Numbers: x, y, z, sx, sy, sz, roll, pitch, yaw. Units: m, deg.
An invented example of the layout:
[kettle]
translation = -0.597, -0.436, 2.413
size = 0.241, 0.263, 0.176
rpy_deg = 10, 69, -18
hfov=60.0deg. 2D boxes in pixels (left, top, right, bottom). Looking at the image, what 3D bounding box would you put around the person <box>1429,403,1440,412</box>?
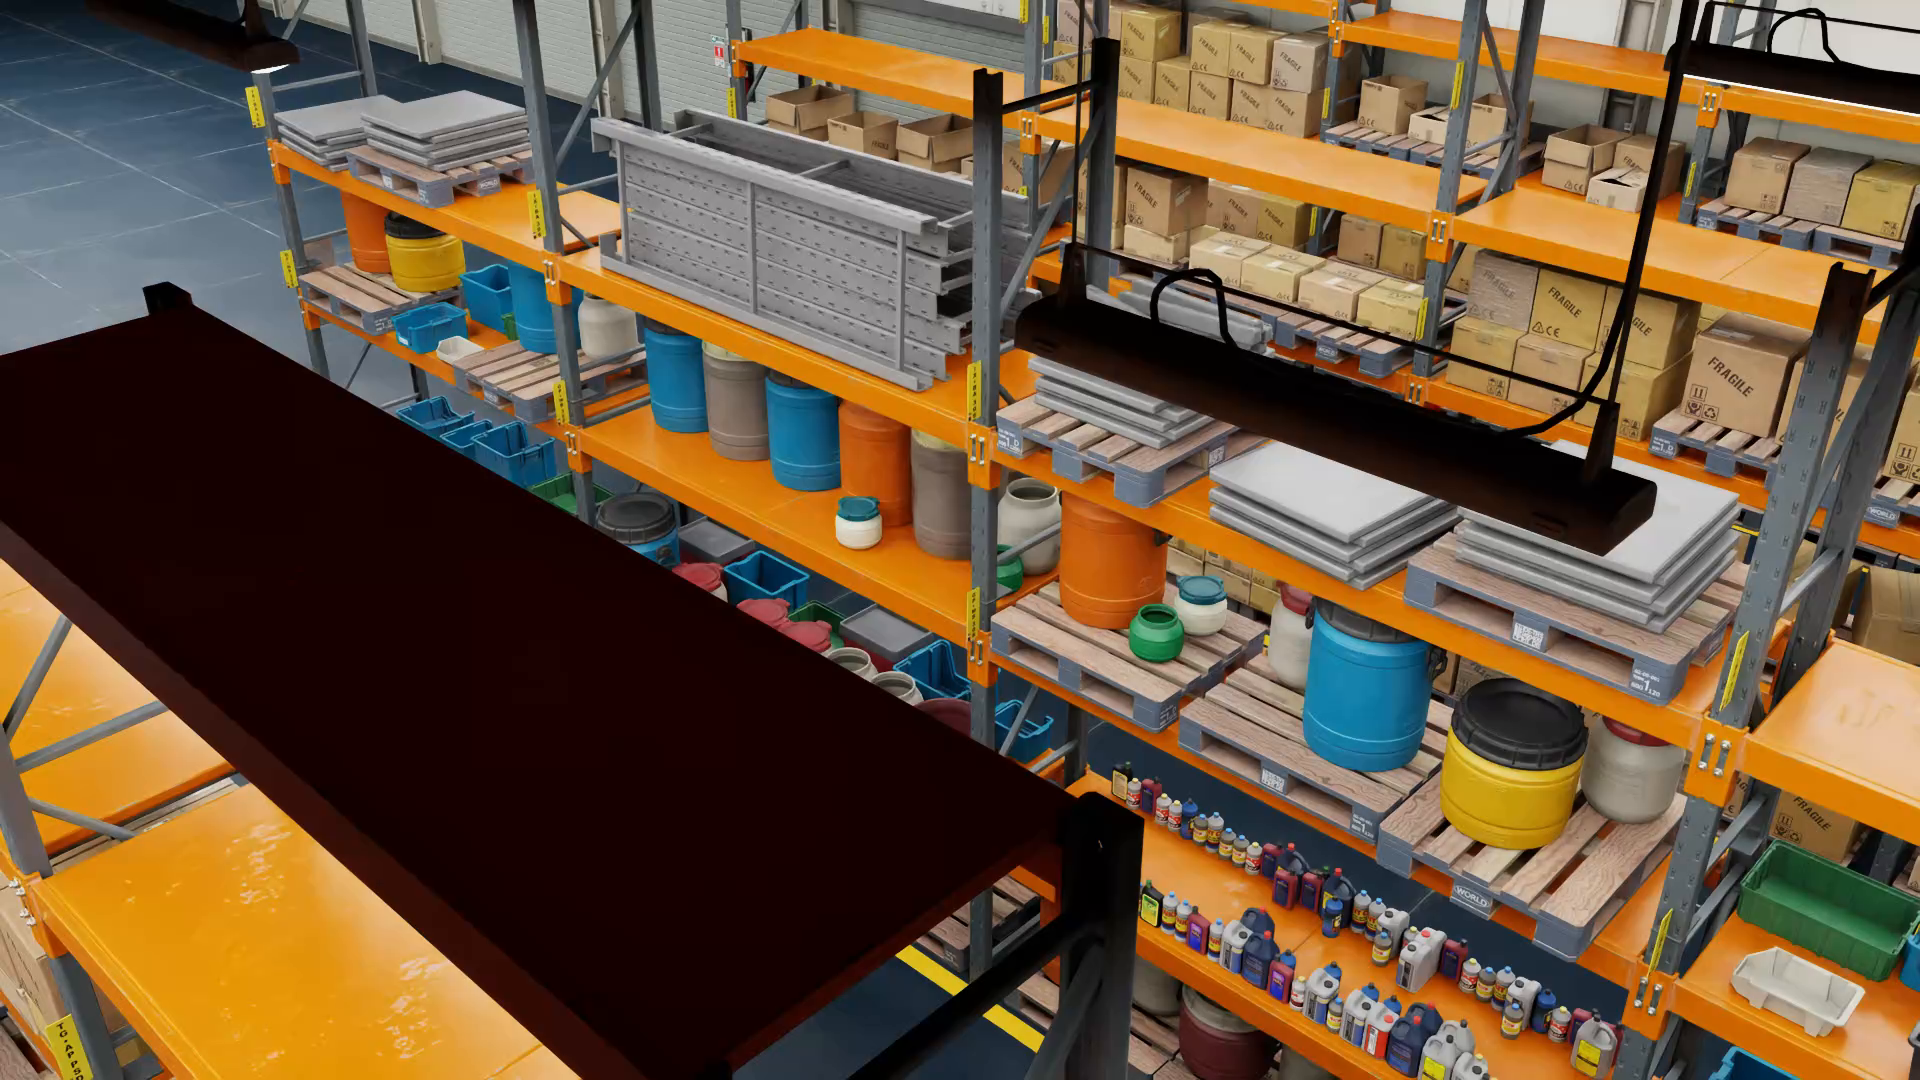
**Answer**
[person]
translation = 4.450, -0.808, 15.959
size = 0.659, 1.711, 0.626
rpy_deg = 15, 33, 25
